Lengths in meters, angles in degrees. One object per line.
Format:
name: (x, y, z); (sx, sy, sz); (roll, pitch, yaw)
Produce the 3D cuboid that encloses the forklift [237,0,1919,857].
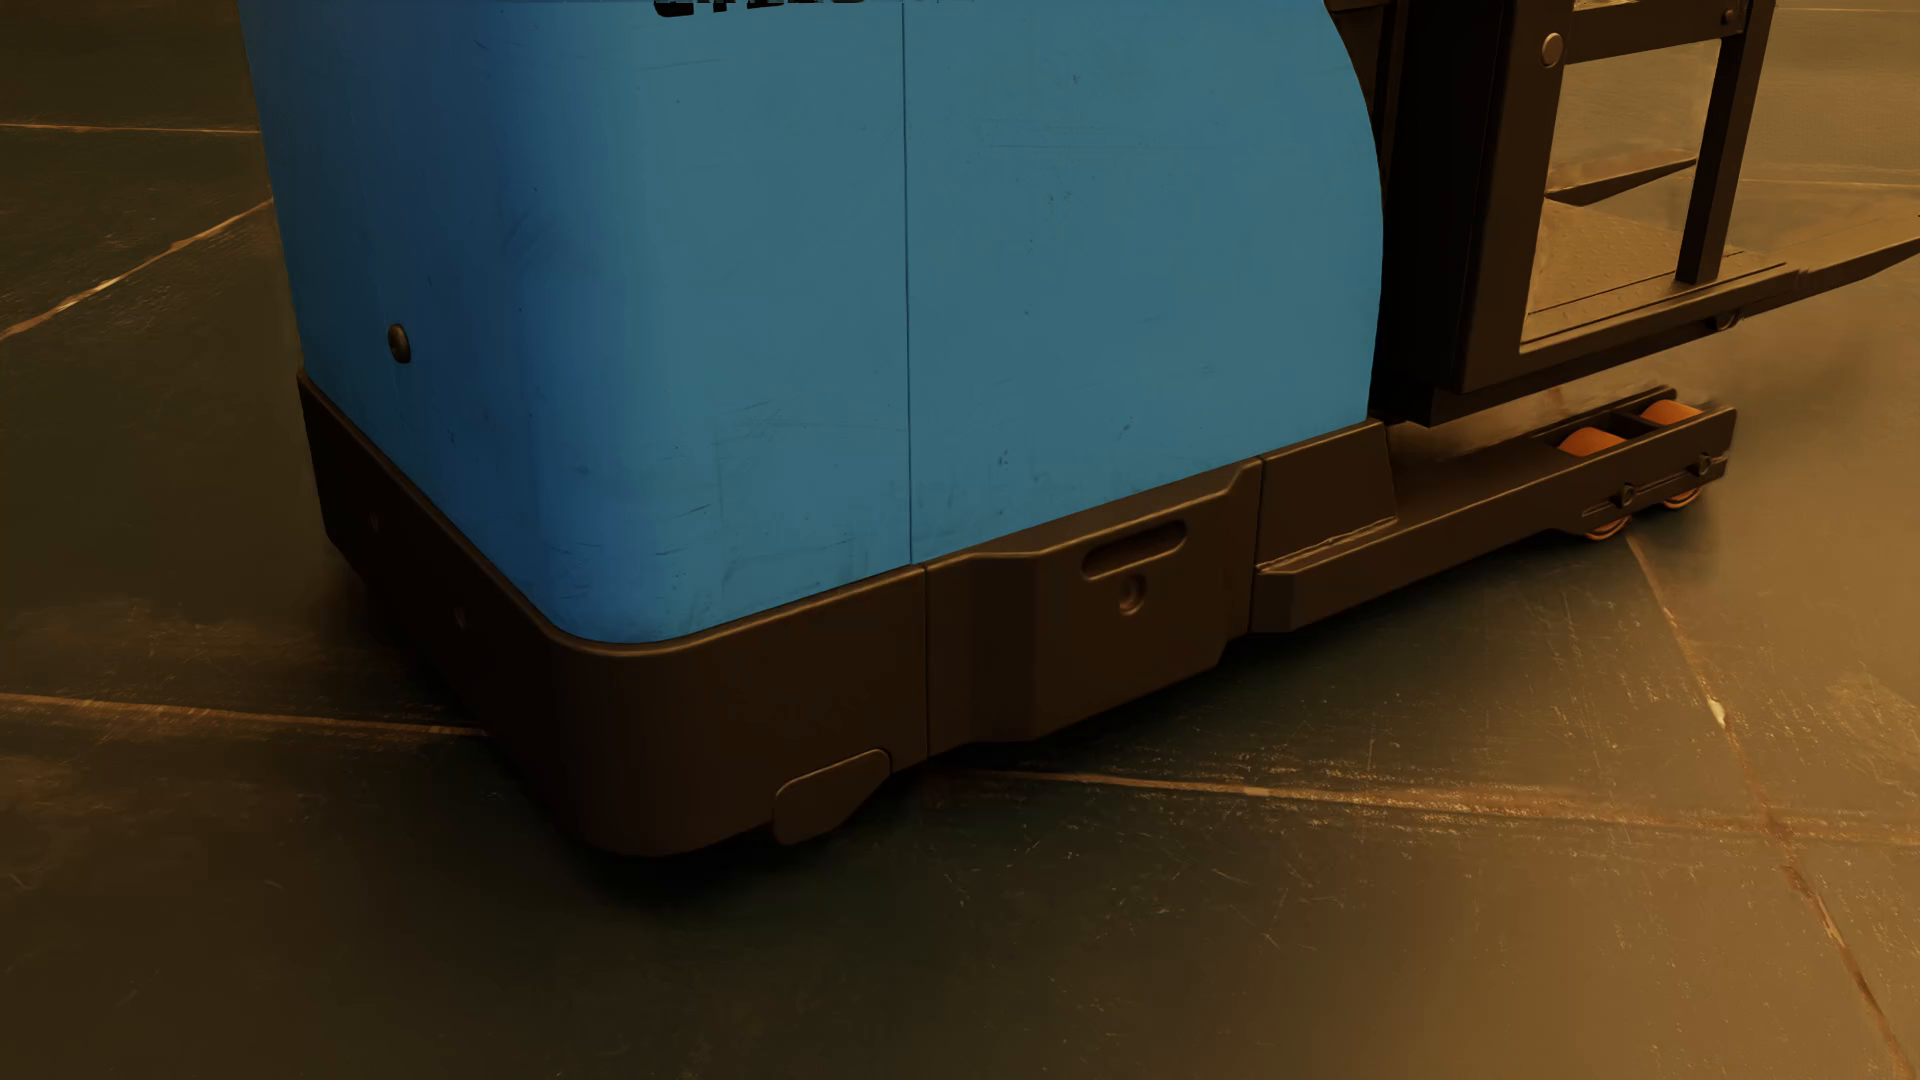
forklift: (0.590, -1.486, 2.196); (3.031, 2.935, 1.130); (-17, 31, -31)
